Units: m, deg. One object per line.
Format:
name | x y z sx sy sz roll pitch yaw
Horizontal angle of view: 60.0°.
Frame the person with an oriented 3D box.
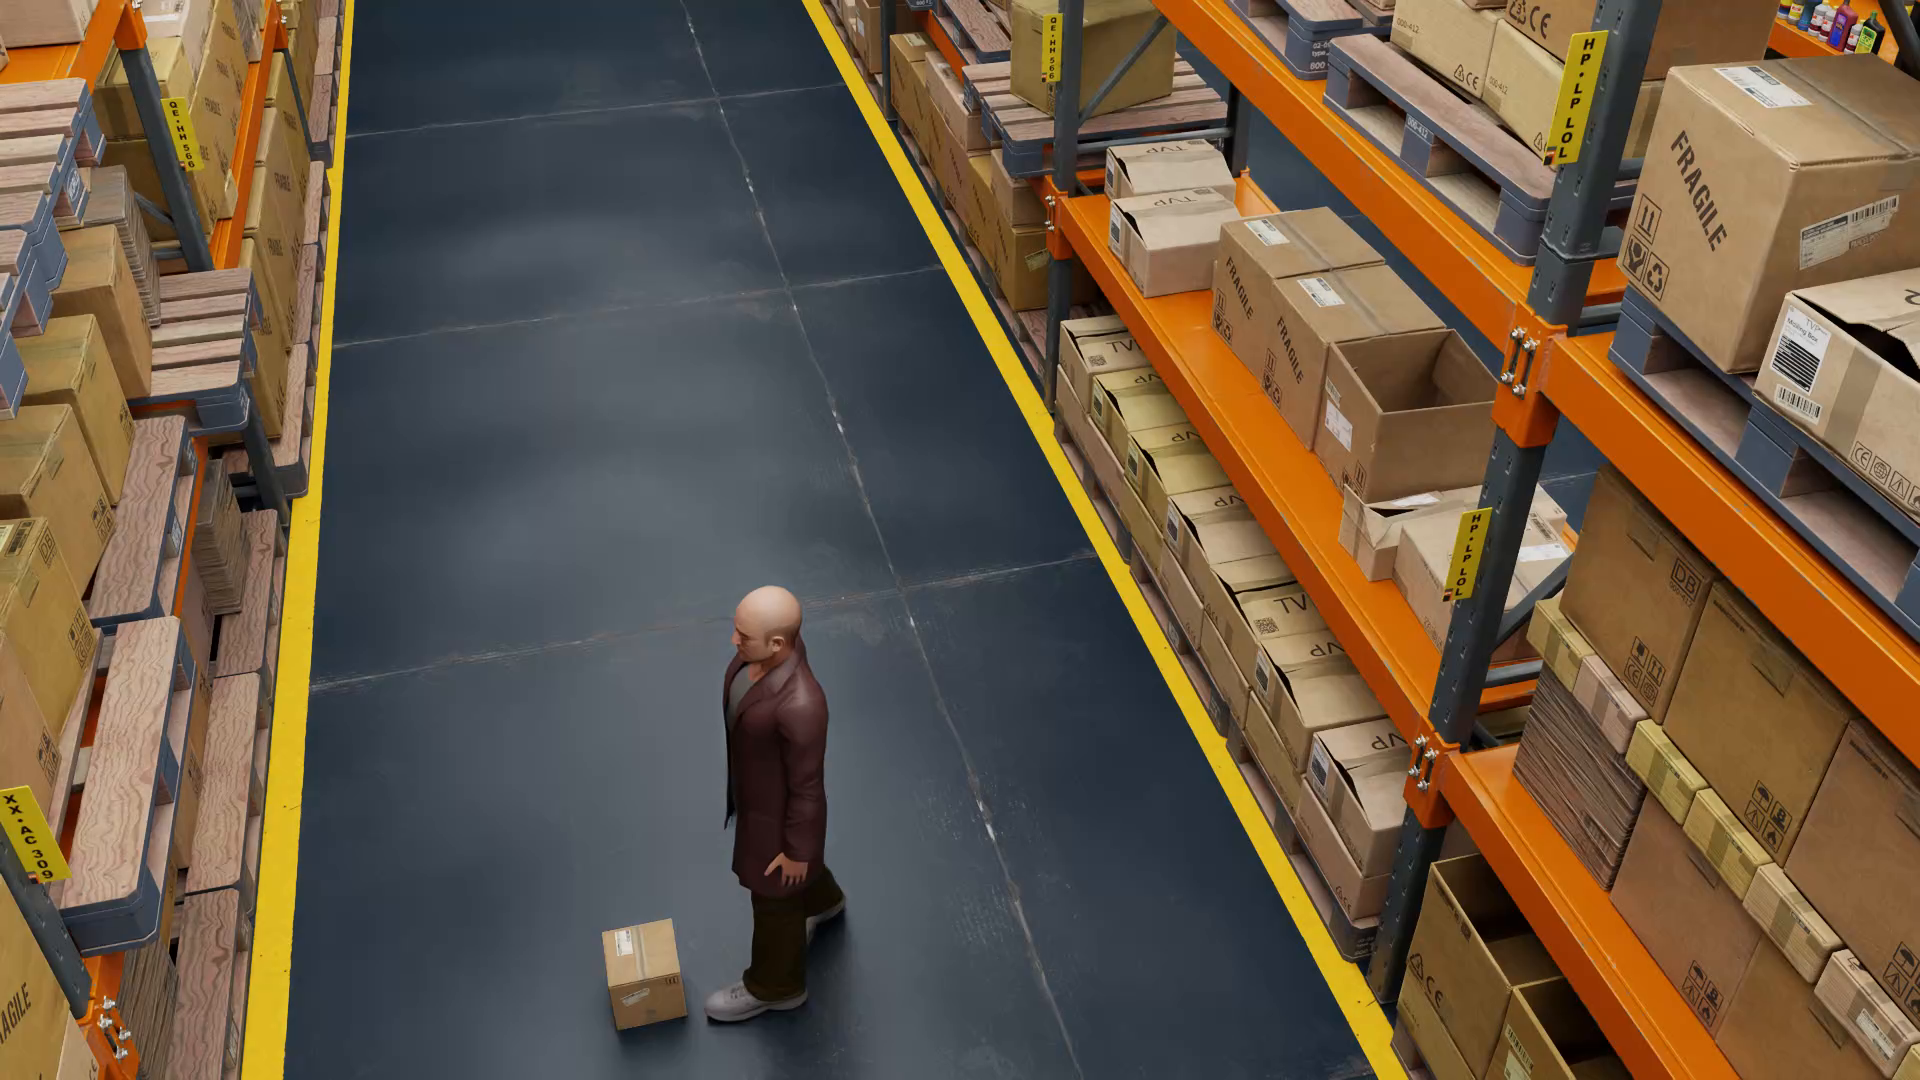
person | -0.653 0.892 5.573 0.623 1.793 0.616 -12 39 -15
